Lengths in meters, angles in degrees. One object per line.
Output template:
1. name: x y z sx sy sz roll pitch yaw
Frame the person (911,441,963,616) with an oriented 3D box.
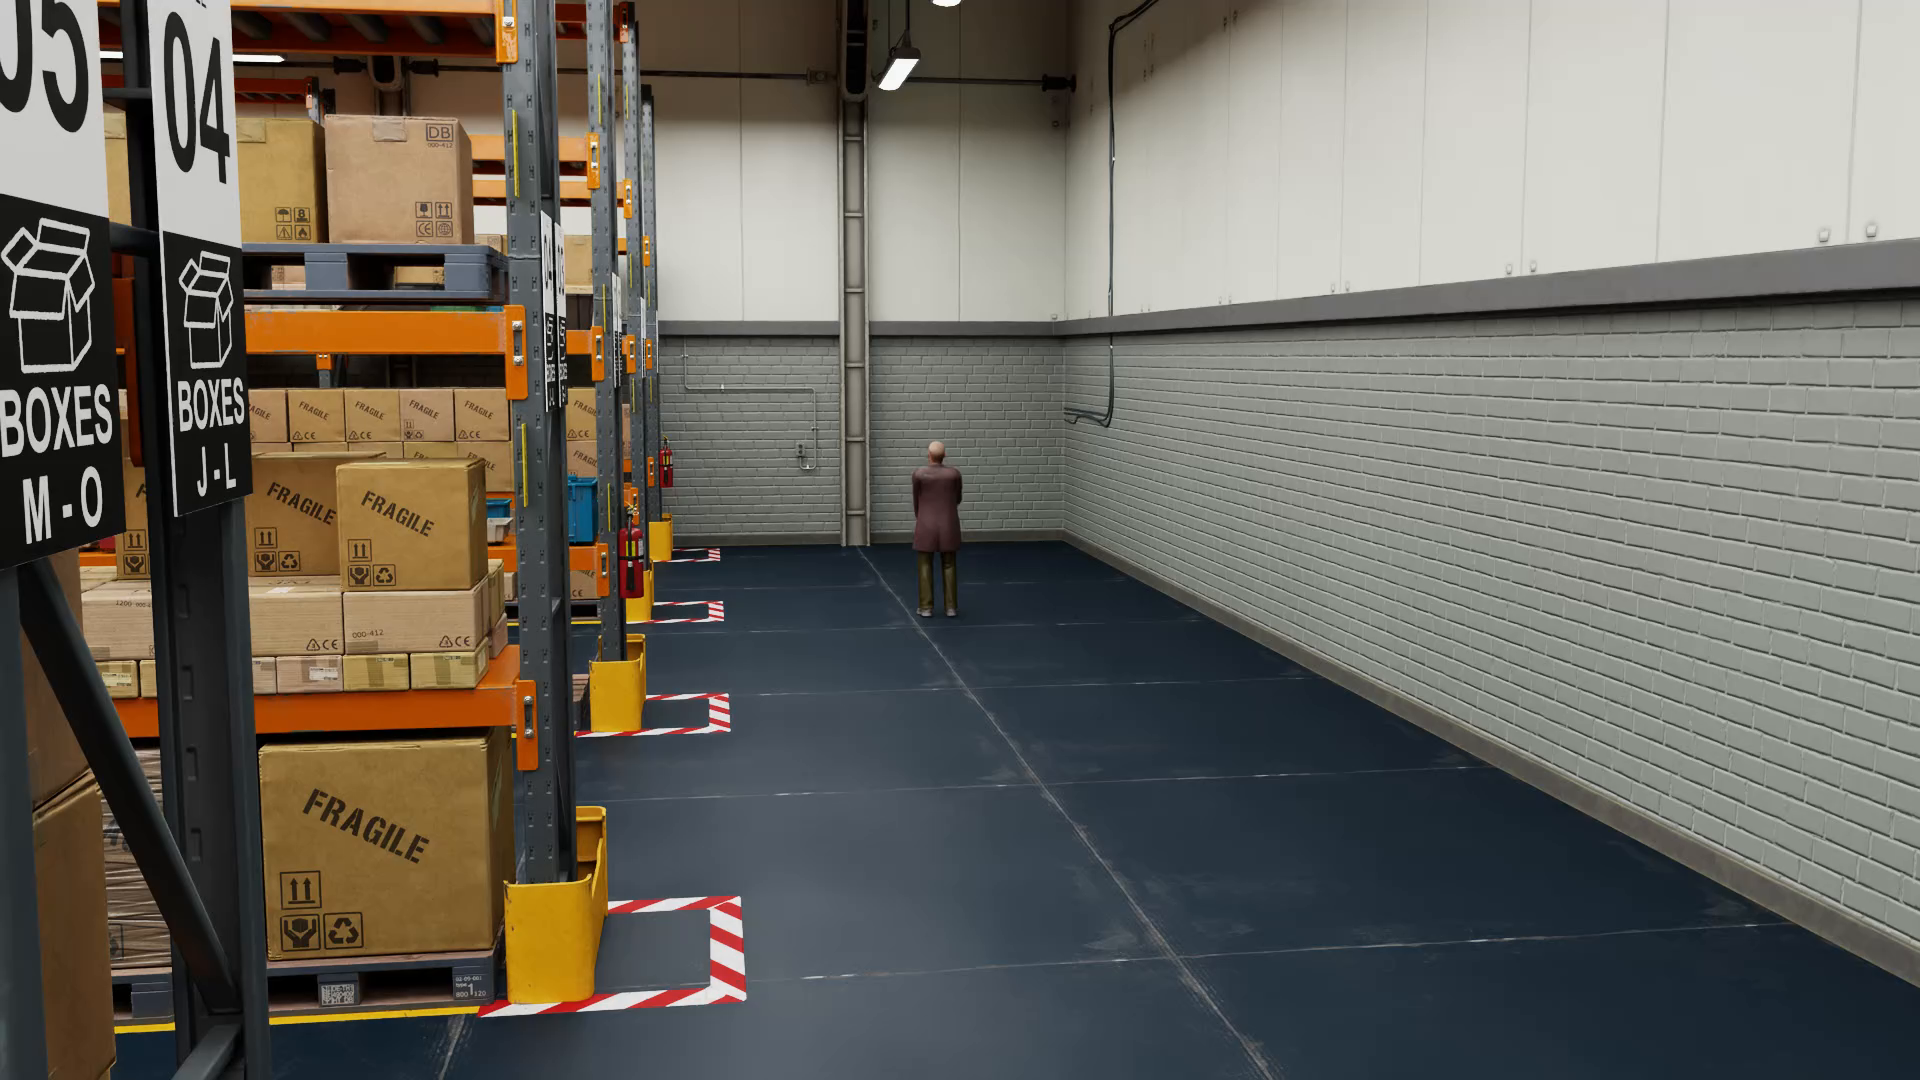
1. person: -0.246 -0.125 16.916 0.527 1.776 0.545 -1 6 -8
